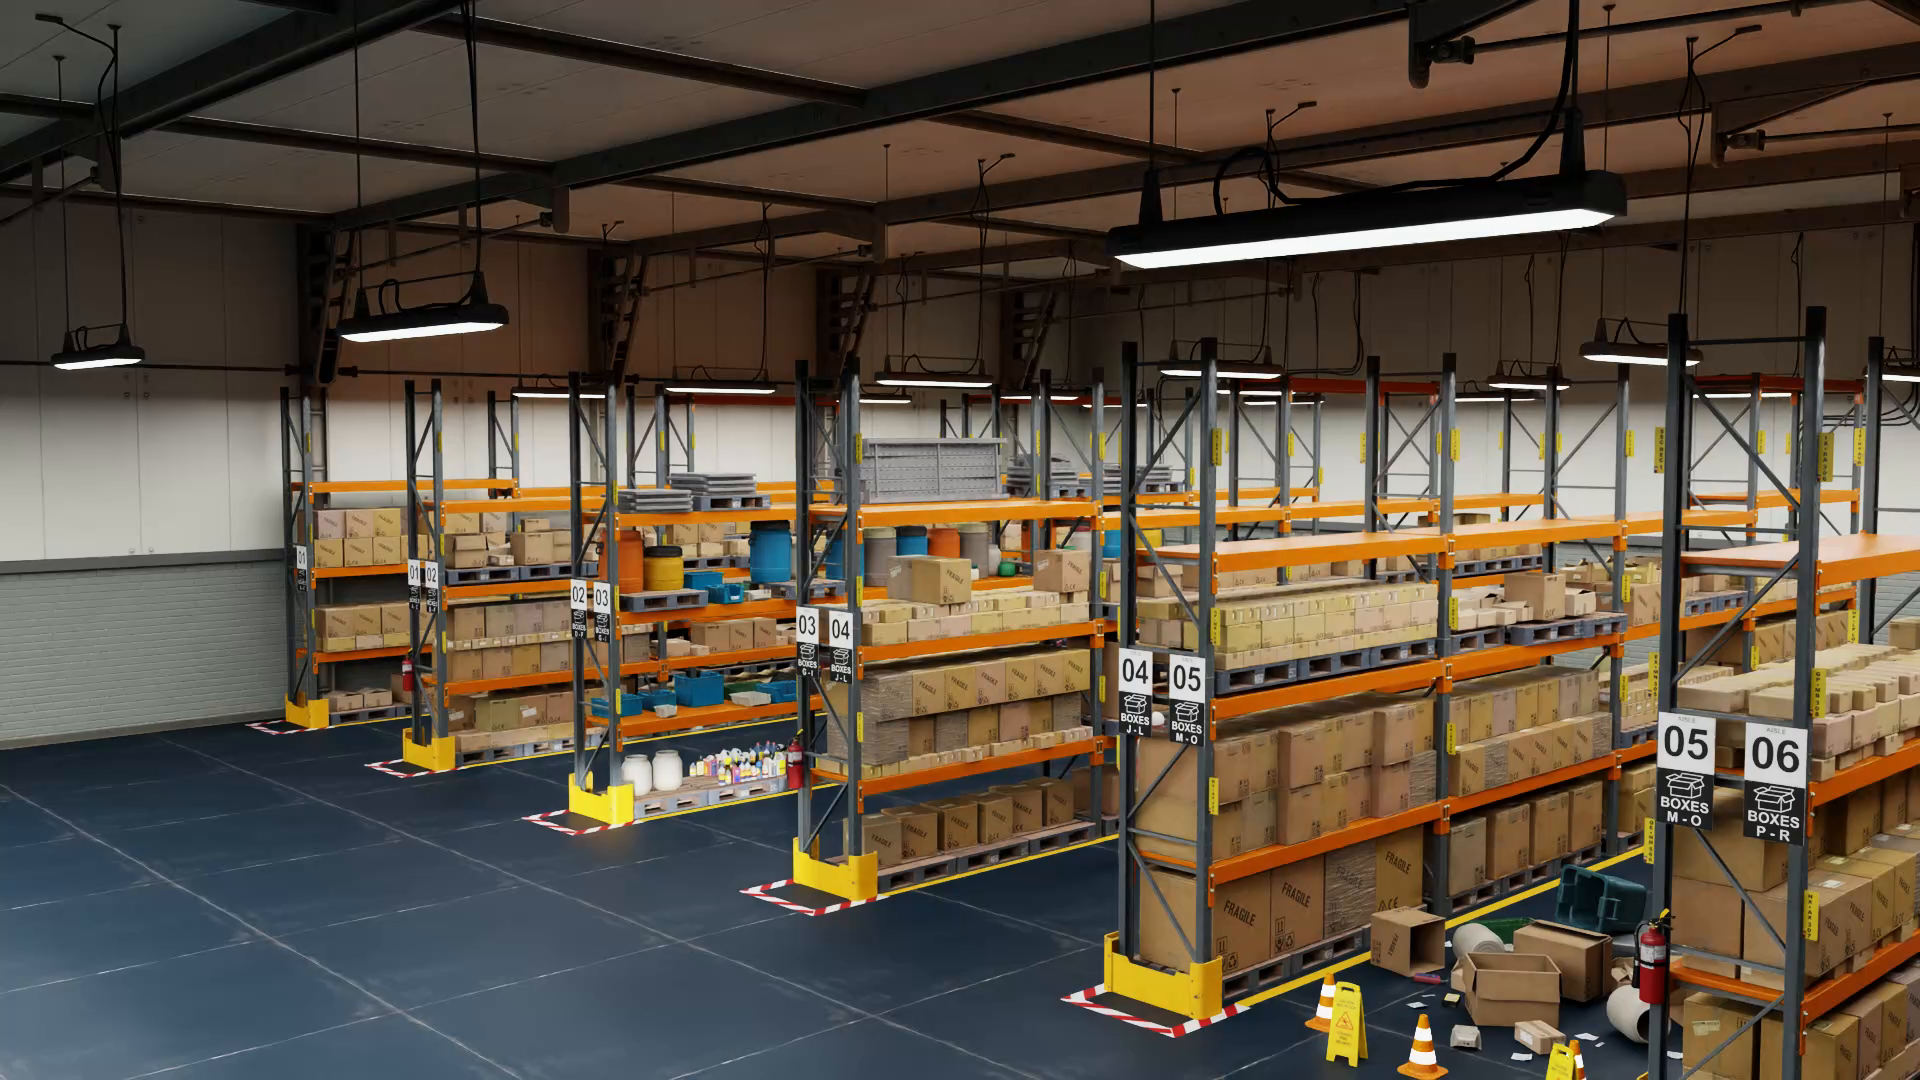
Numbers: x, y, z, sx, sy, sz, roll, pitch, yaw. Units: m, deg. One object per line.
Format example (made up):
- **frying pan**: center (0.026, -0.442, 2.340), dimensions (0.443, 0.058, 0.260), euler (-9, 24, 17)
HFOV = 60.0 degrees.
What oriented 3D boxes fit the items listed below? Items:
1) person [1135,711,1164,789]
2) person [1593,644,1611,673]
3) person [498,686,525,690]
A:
- **person**: center (2.361, 2.983, 20.243), dimensions (0.539, 1.791, 0.556), euler (-3, 5, -40)
- **person**: center (10.968, 2.523, 28.262), dimensions (0.486, 1.669, 0.470), euler (1, 4, 16)
- **person**: center (-7.791, 2.568, 28.638), dimensions (0.521, 1.509, 0.833), euler (2, 4, 29)
